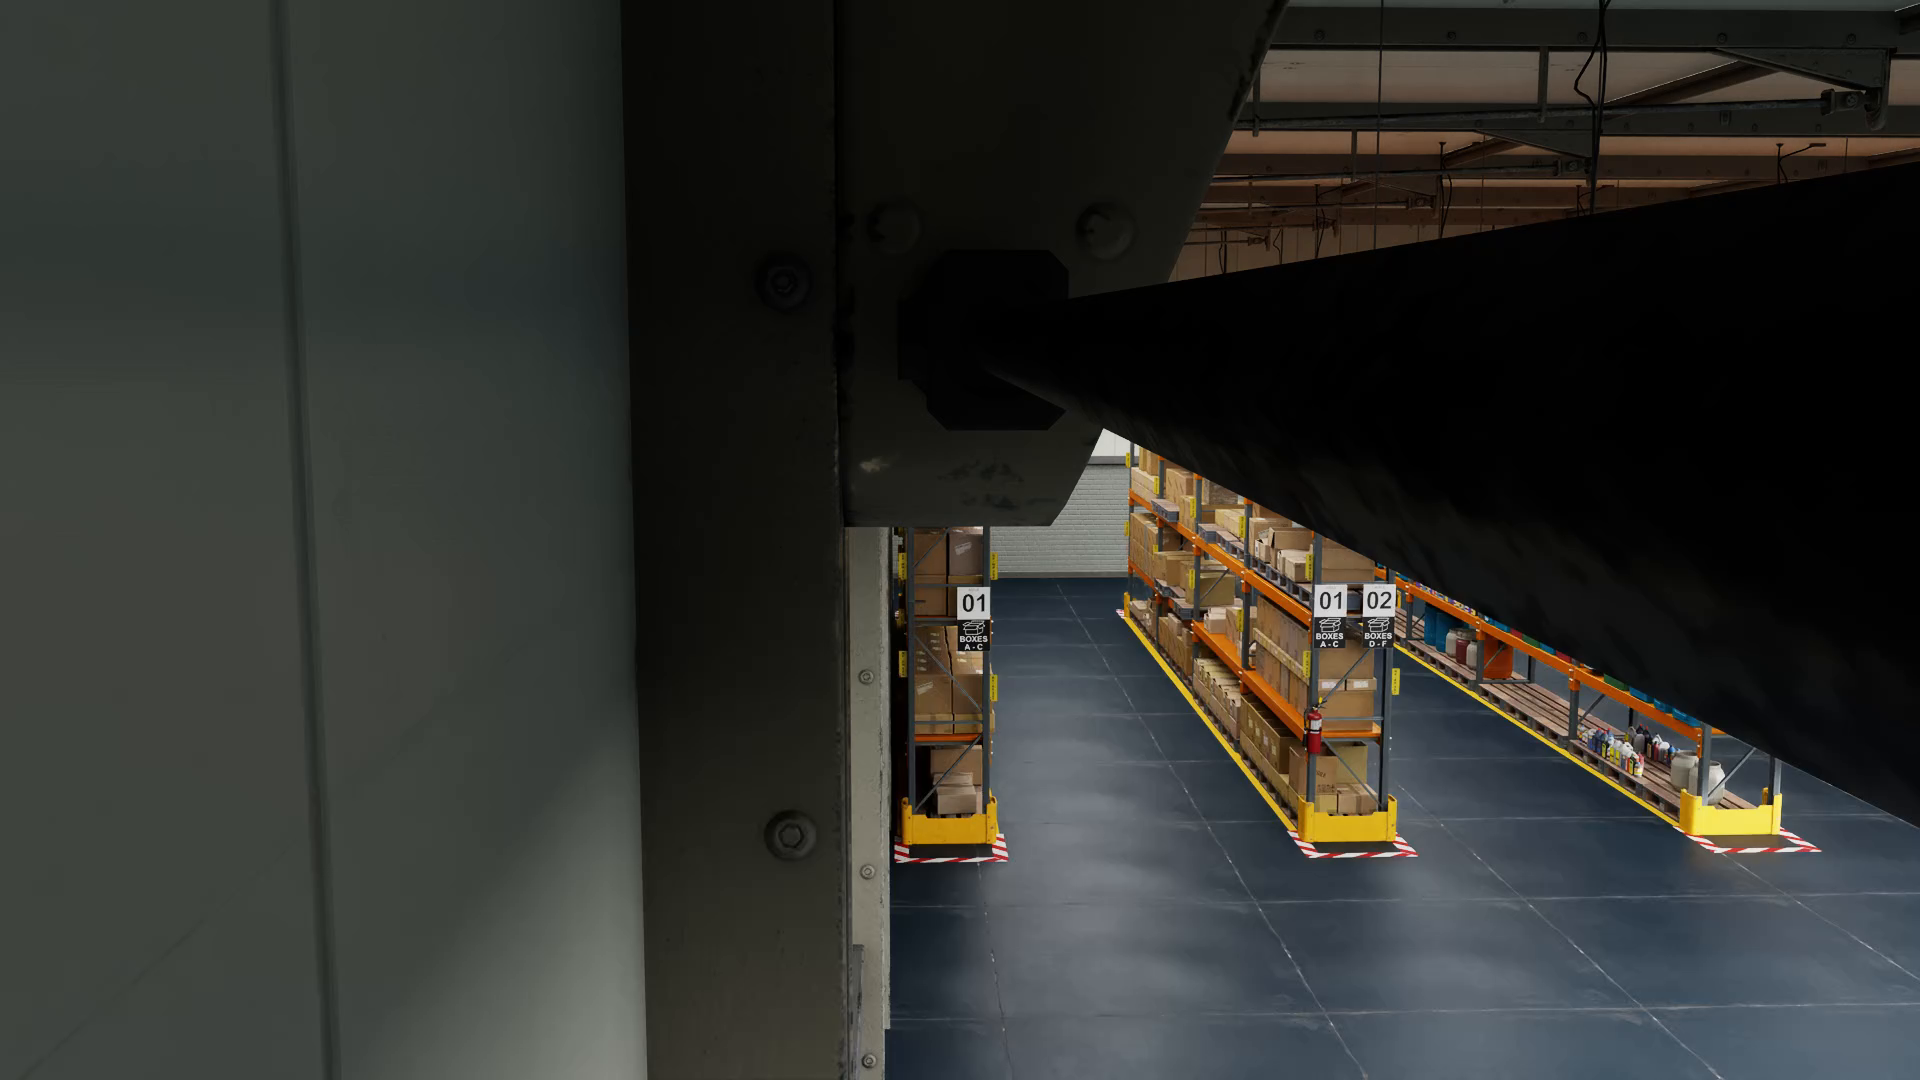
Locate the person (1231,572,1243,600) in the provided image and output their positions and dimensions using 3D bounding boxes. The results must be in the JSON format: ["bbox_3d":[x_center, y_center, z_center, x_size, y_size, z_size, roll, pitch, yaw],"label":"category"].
[{"bbox_3d":[6.074,0.910,35.878,0.680,1.663,0.632,-3,8,-22],"label":"person"}]
